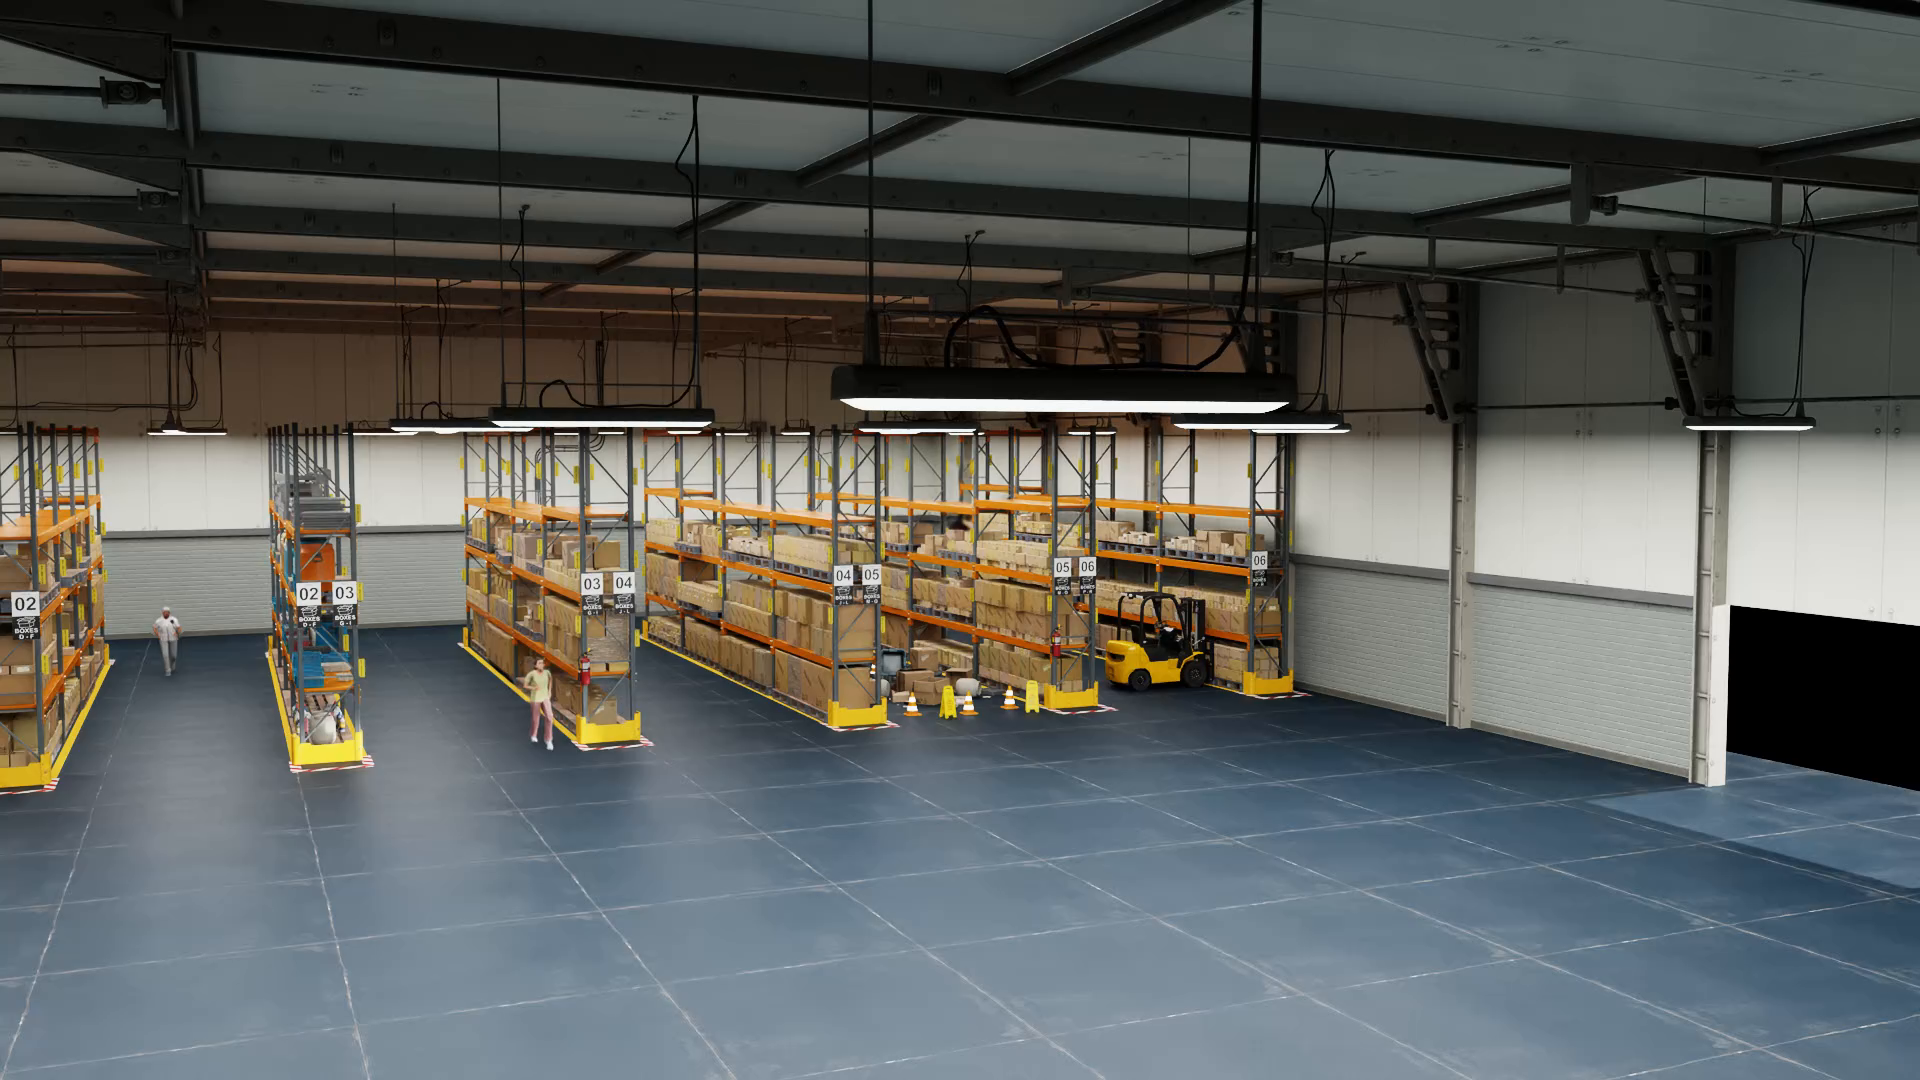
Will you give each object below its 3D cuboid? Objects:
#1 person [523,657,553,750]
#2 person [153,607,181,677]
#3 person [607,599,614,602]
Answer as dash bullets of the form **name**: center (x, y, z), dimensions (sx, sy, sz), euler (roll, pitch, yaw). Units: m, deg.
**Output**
- **person**: center (-7.828, 3.012, 30.904), dimensions (0.598, 1.700, 0.889), euler (-2, 4, -30)
- **person**: center (-19.180, 2.442, 40.244), dimensions (0.622, 1.652, 0.765), euler (-2, 4, -28)
- **person**: center (-10.080, 1.993, 48.165), dimensions (0.704, 1.587, 0.490), euler (3, 4, 37)
